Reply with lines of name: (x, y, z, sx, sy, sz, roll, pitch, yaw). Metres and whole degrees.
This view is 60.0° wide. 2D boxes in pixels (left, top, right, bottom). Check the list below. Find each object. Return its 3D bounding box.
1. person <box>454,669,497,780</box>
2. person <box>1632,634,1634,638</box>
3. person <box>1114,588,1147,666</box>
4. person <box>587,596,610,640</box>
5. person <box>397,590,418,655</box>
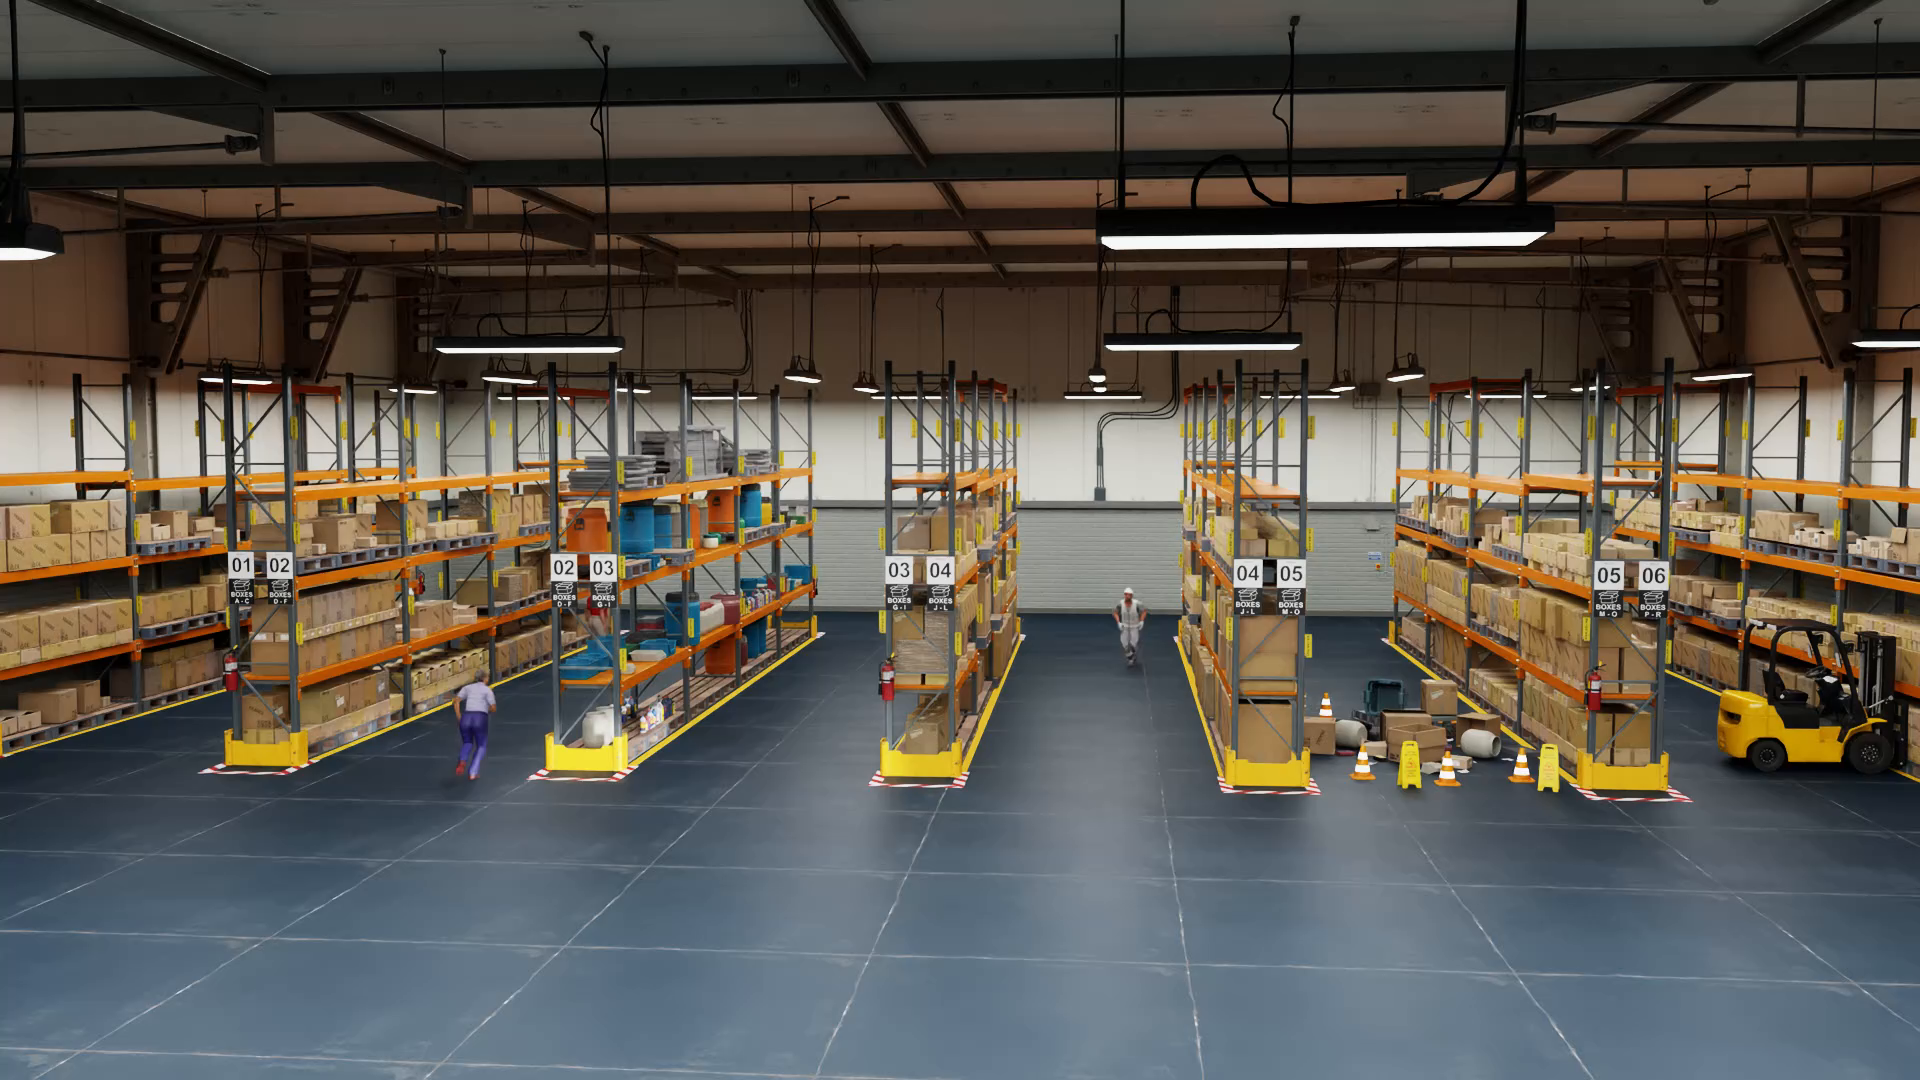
person: (-7.022, 2.652, 24.132, 0.619, 1.544, 0.711, 0, 4, 7)
person: (11.535, 2.228, 29.087, 0.575, 1.806, 0.408, -1, 4, -18)
person: (3.610, 1.847, 35.261, 0.690, 1.687, 0.633, 1, 4, 14)
person: (-7.809, 1.799, 35.654, 0.573, 1.726, 0.516, 4, 5, 44)
person: (-11.363, 1.880, 34.192, 0.548, 1.704, 1.077, 1, 4, 8)
